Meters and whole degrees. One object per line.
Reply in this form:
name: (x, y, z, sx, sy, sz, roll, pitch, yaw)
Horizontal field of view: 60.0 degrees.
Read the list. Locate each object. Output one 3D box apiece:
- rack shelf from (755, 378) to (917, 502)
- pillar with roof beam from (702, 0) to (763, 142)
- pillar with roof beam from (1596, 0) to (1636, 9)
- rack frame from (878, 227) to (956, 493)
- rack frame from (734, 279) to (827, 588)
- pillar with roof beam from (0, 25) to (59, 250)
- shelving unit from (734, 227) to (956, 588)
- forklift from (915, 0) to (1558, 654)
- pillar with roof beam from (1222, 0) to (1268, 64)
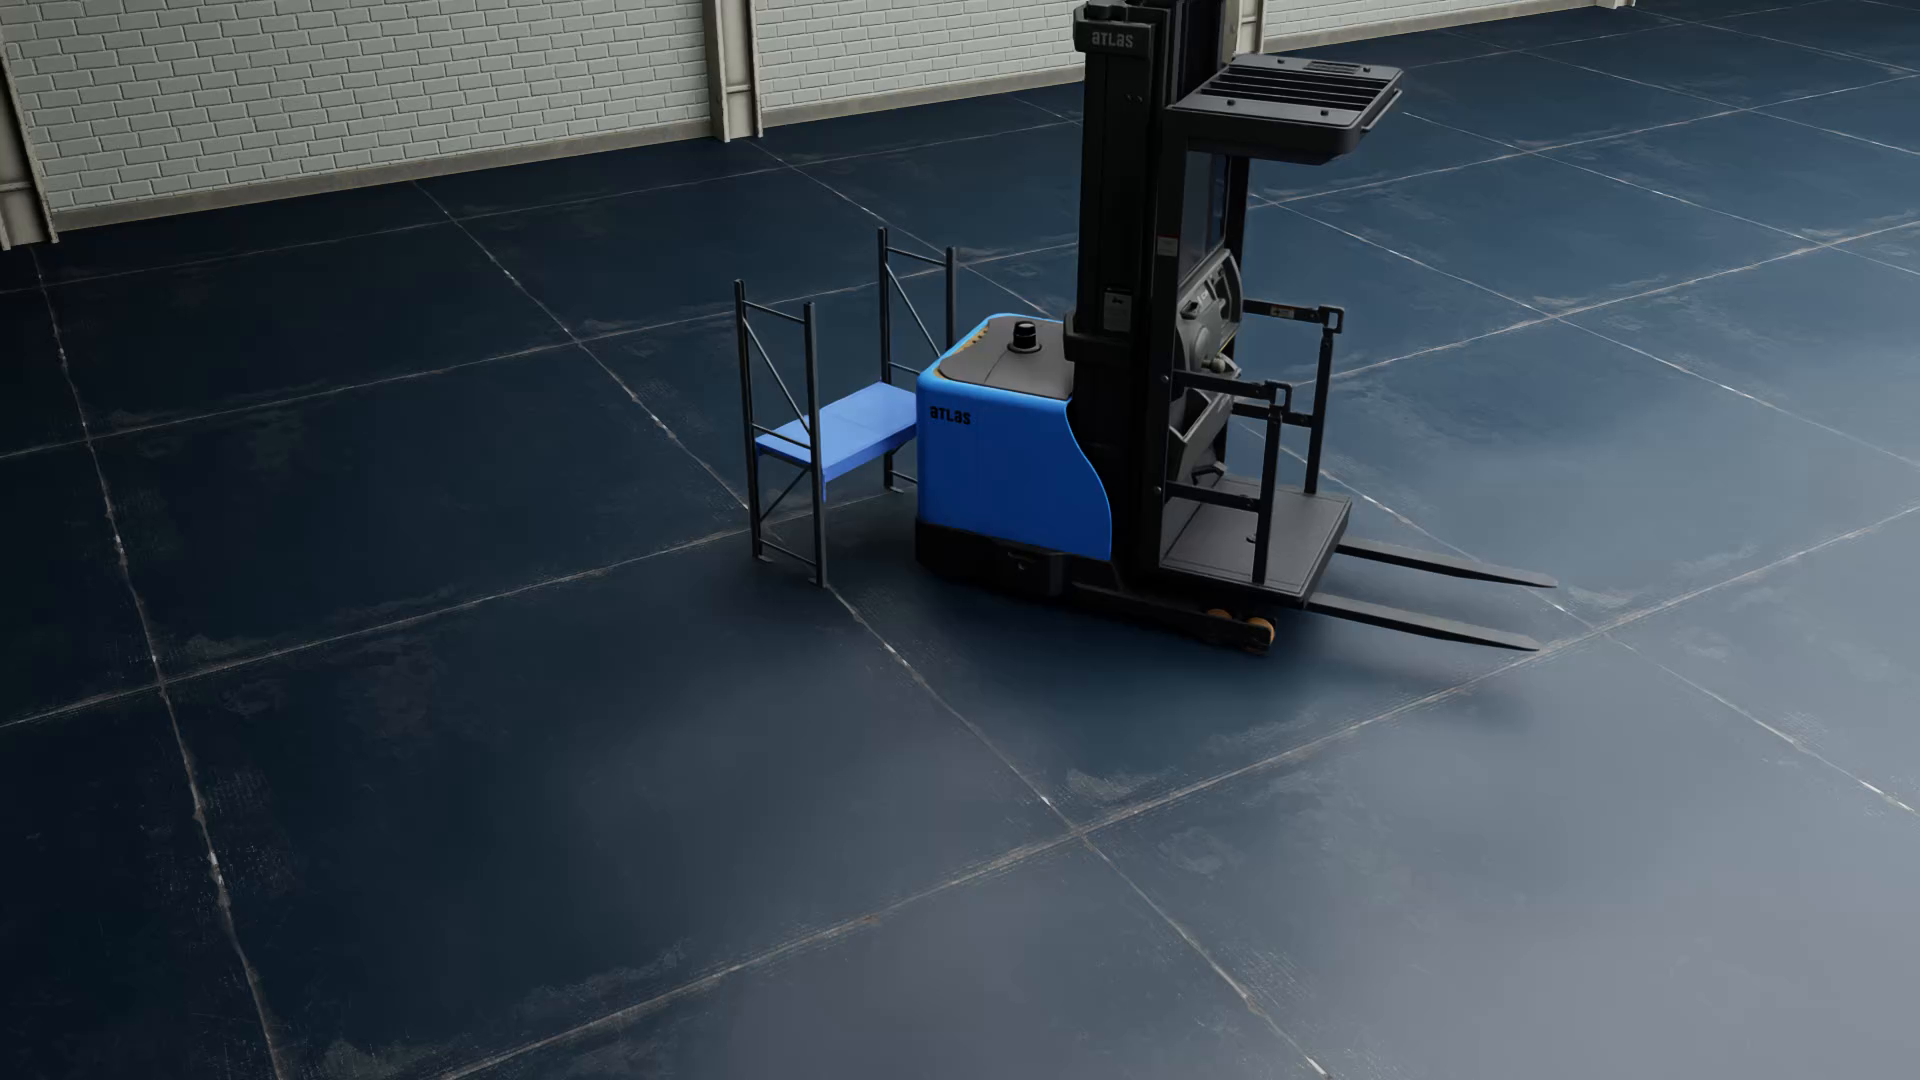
rack shelf: (-0.544, -0.531, 8.531, 0.538, 0.185, 1.000, 22, 36, 34)
pillar with roof beam: (0.087, -5.952, 10.222, 0.400, 9.000, 9.100, -16, 33, -26)
pillar with roof beam: (10.433, -8.890, 15.545, 0.400, 9.000, 9.100, -16, 33, -26)
rack frame: (-0.221, -0.877, 8.788, 0.500, 1.500, 0.032, 22, 36, 34)
rack frame: (-0.868, -0.499, 8.101, 0.500, 1.500, 0.032, 22, 36, 34)
pillar with roof beam: (-5.087, -4.484, 7.561, 0.400, 9.000, 9.100, -16, 33, -26)
shelving unit: (-0.544, -0.688, 8.444, 0.538, 1.500, 1.048, 22, 36, 34)
forklift: (1.335, -1.044, 7.609, 3.031, 2.935, 1.130, 12, 31, 21)
pillar with roof beam: (5.260, -7.421, 12.883, 0.400, 9.000, 9.100, -16, 33, -26)
